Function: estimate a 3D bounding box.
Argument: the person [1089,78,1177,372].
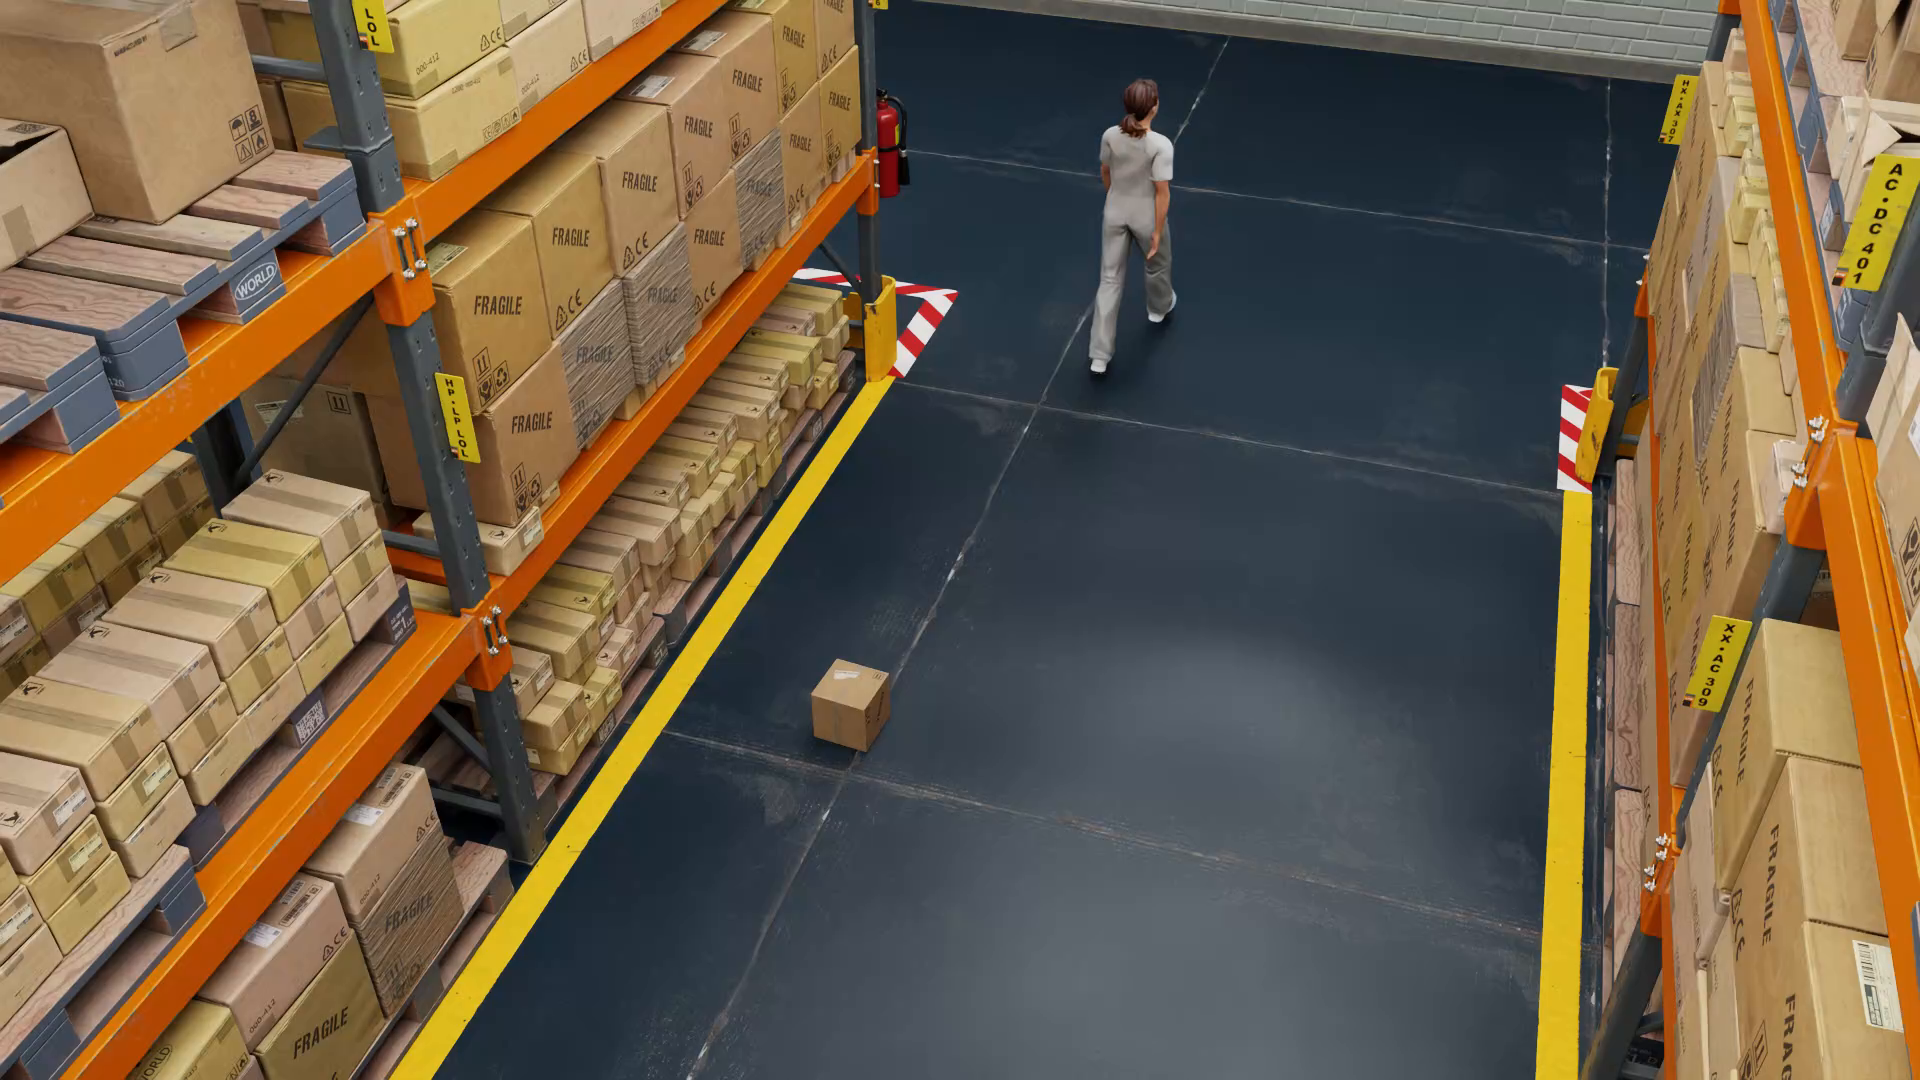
[{"bbox_3d":[0.994,-1.833,9.294,0.454,1.602,1.038,15,40,19],"label":"person"}]
